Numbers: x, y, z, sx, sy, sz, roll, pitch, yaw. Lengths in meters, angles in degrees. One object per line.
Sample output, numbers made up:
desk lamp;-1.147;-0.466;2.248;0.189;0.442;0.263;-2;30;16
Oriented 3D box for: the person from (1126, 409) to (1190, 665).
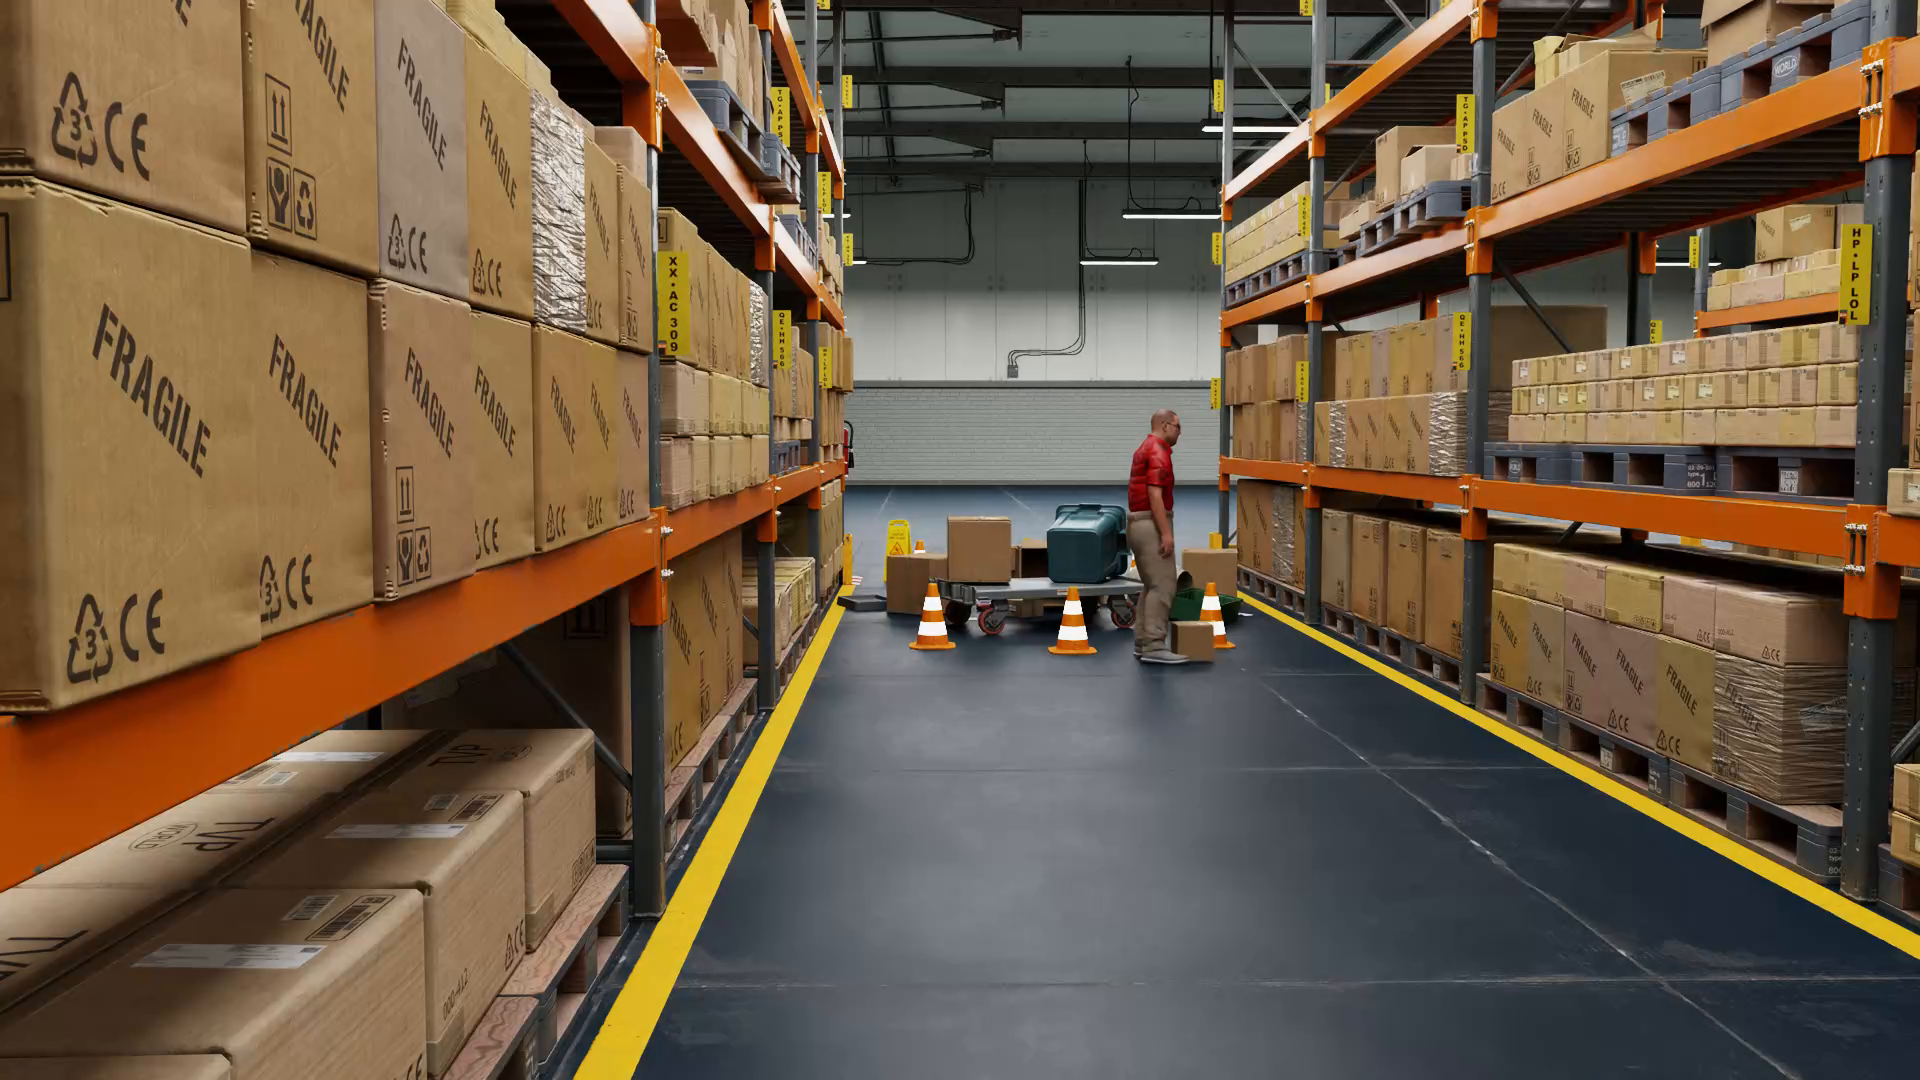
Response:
person;1.346;-0.037;11.414;0.393;1.725;0.594;0;4;-4
